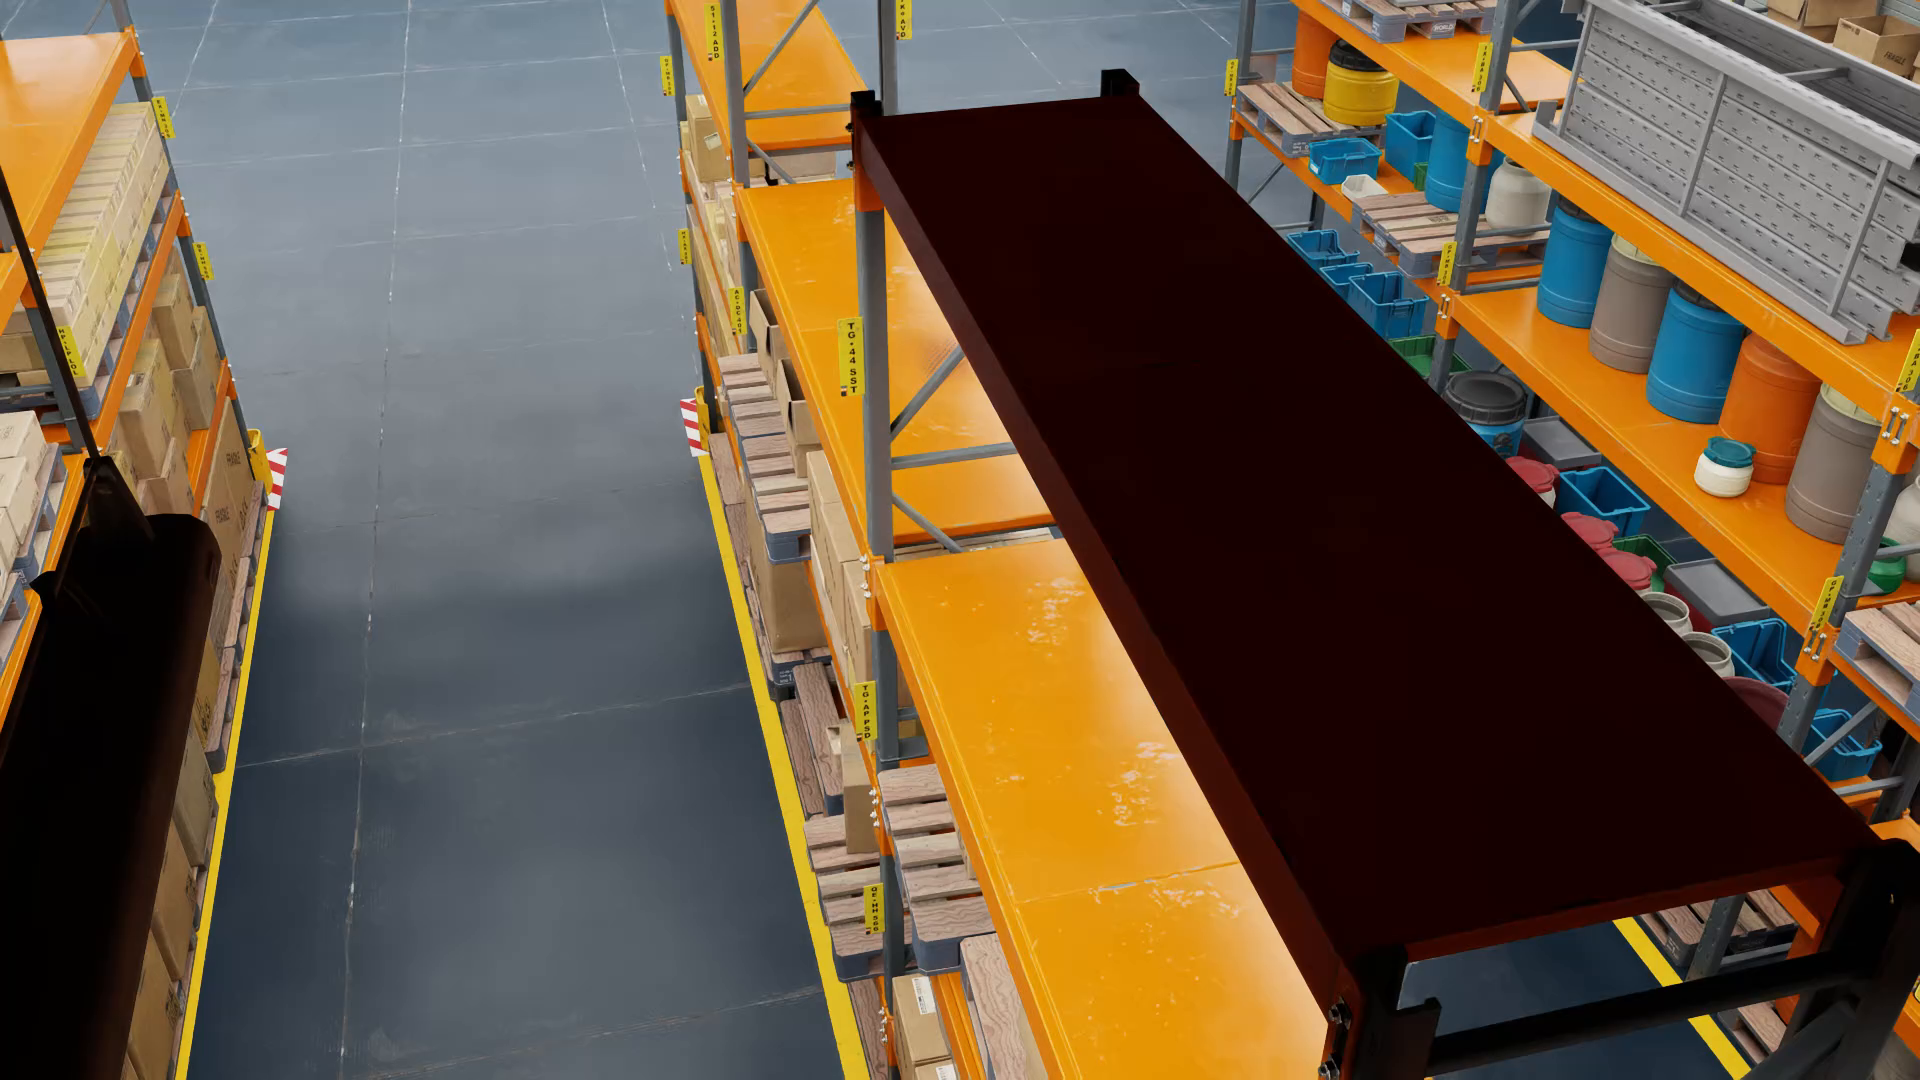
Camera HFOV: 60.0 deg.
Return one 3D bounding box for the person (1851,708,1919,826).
[{"bbox_3d":[6.010,1.410,10.500,0.569,1.726,0.408,25,41,31],"label":"person"}]
